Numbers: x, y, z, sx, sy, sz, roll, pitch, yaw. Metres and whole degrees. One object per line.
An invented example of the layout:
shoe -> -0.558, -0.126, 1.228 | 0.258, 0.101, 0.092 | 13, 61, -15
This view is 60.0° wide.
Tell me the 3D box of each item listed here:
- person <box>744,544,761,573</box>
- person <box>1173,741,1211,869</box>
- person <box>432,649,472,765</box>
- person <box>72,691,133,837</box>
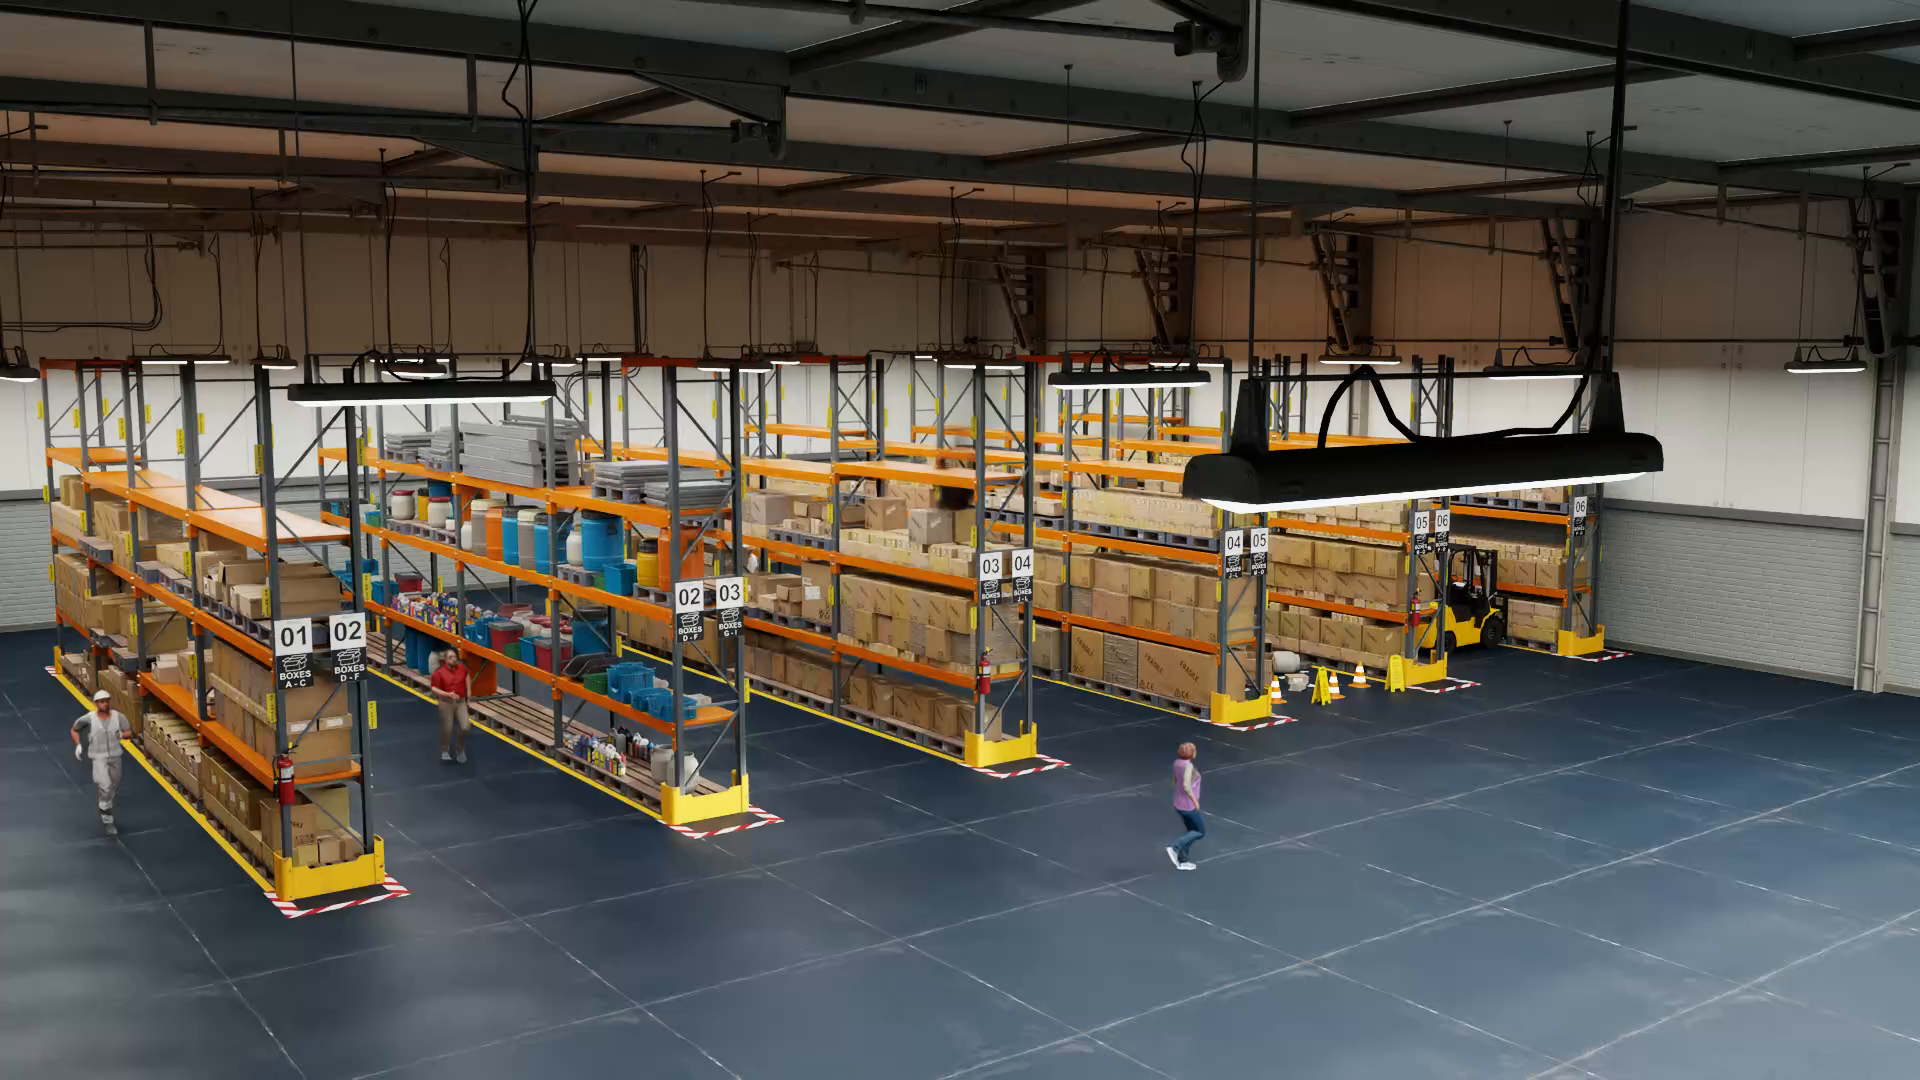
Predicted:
person -> -4.772, 0.917, 37.742 | 0.662, 1.750, 0.666 | -6, 9, -42
person -> 2.770, 3.179, 19.876 | 0.483, 1.565, 0.510 | -2, 7, -15
person -> -7.555, 2.521, 24.870 | 0.673, 1.796, 0.751 | -5, 9, -38
person -> -11.027, 2.845, 21.481 | 0.930, 1.810, 0.656 | 6, 9, 43
